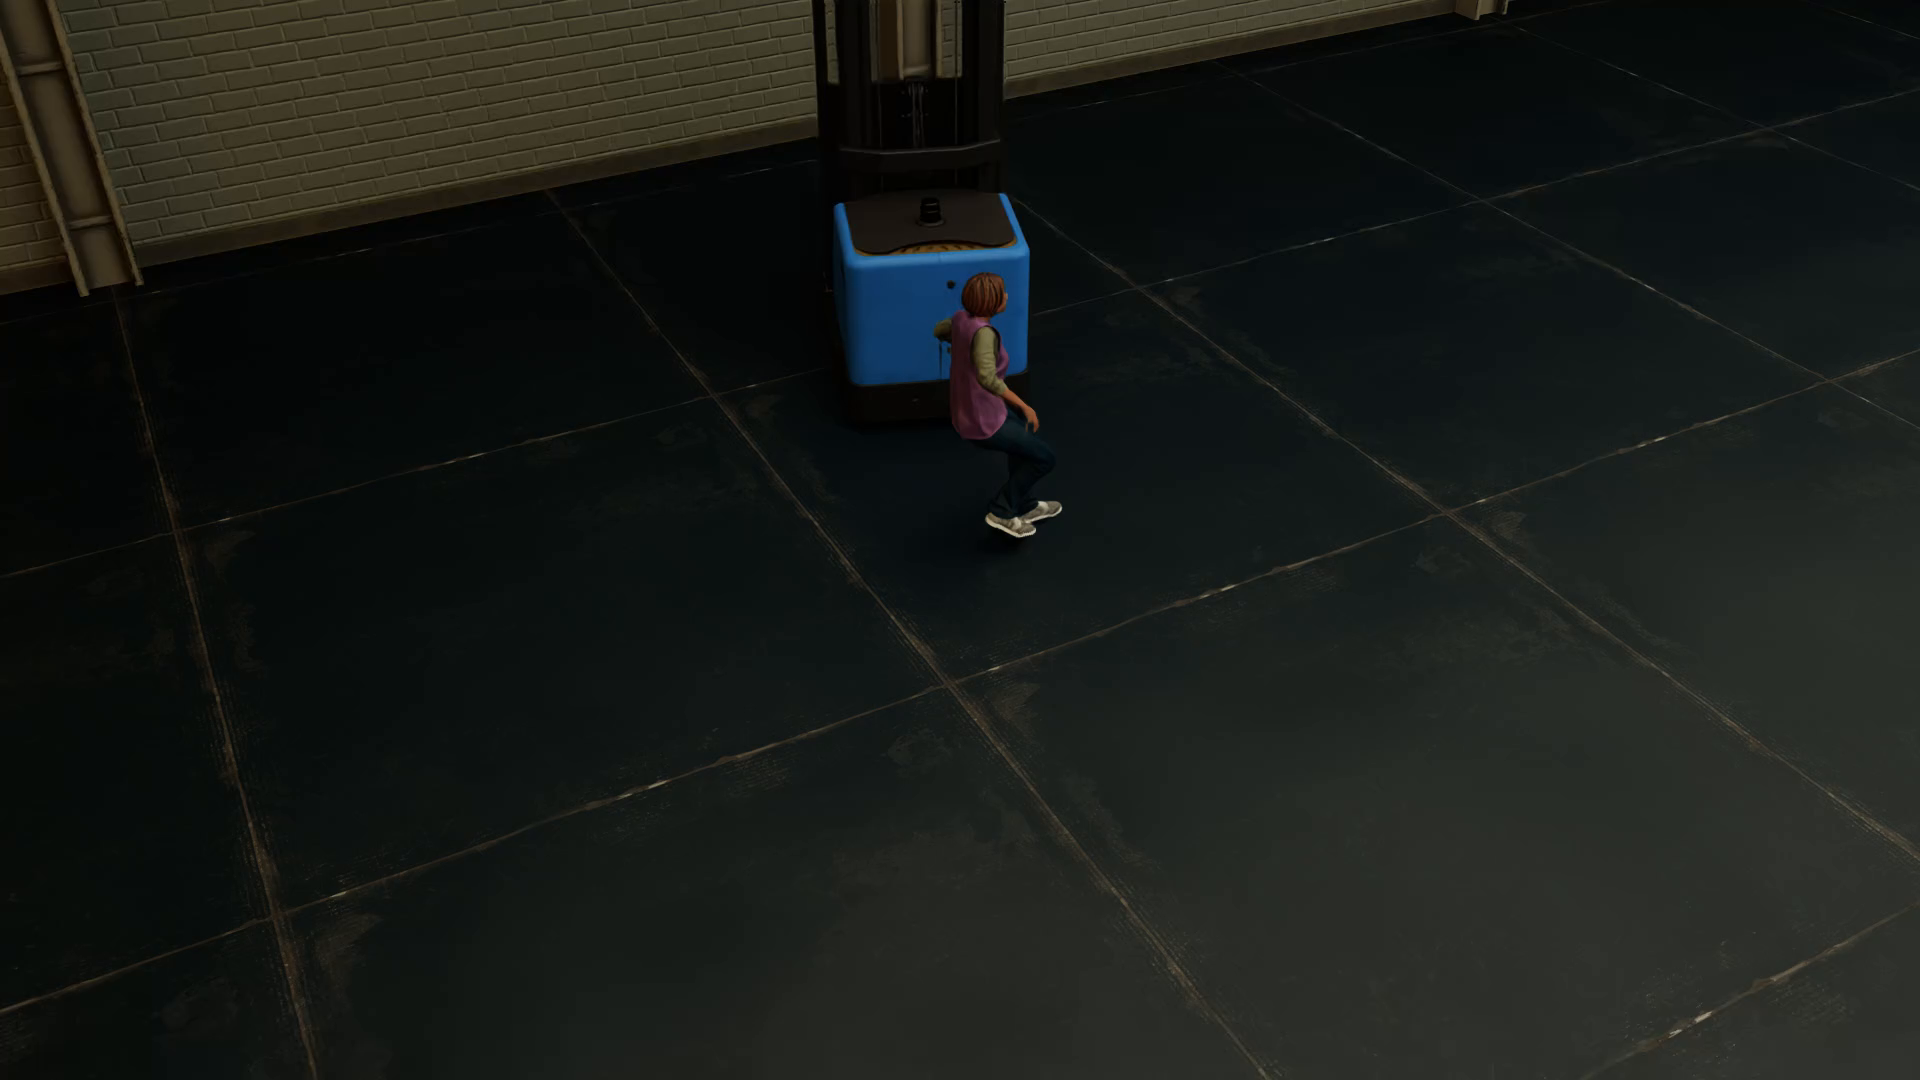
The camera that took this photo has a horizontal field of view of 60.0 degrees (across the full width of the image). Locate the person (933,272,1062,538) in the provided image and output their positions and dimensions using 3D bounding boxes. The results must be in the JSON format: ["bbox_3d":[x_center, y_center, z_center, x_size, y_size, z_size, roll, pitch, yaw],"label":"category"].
[{"bbox_3d":[0.248,-0.667,8.304,0.643,1.487,0.876,-7,36,-10],"label":"person"}]

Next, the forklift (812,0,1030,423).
[{"bbox_3d":[-0.329,-2.706,9.951,1.130,2.935,3.031,-5,36,-7],"label":"forklift"}]
